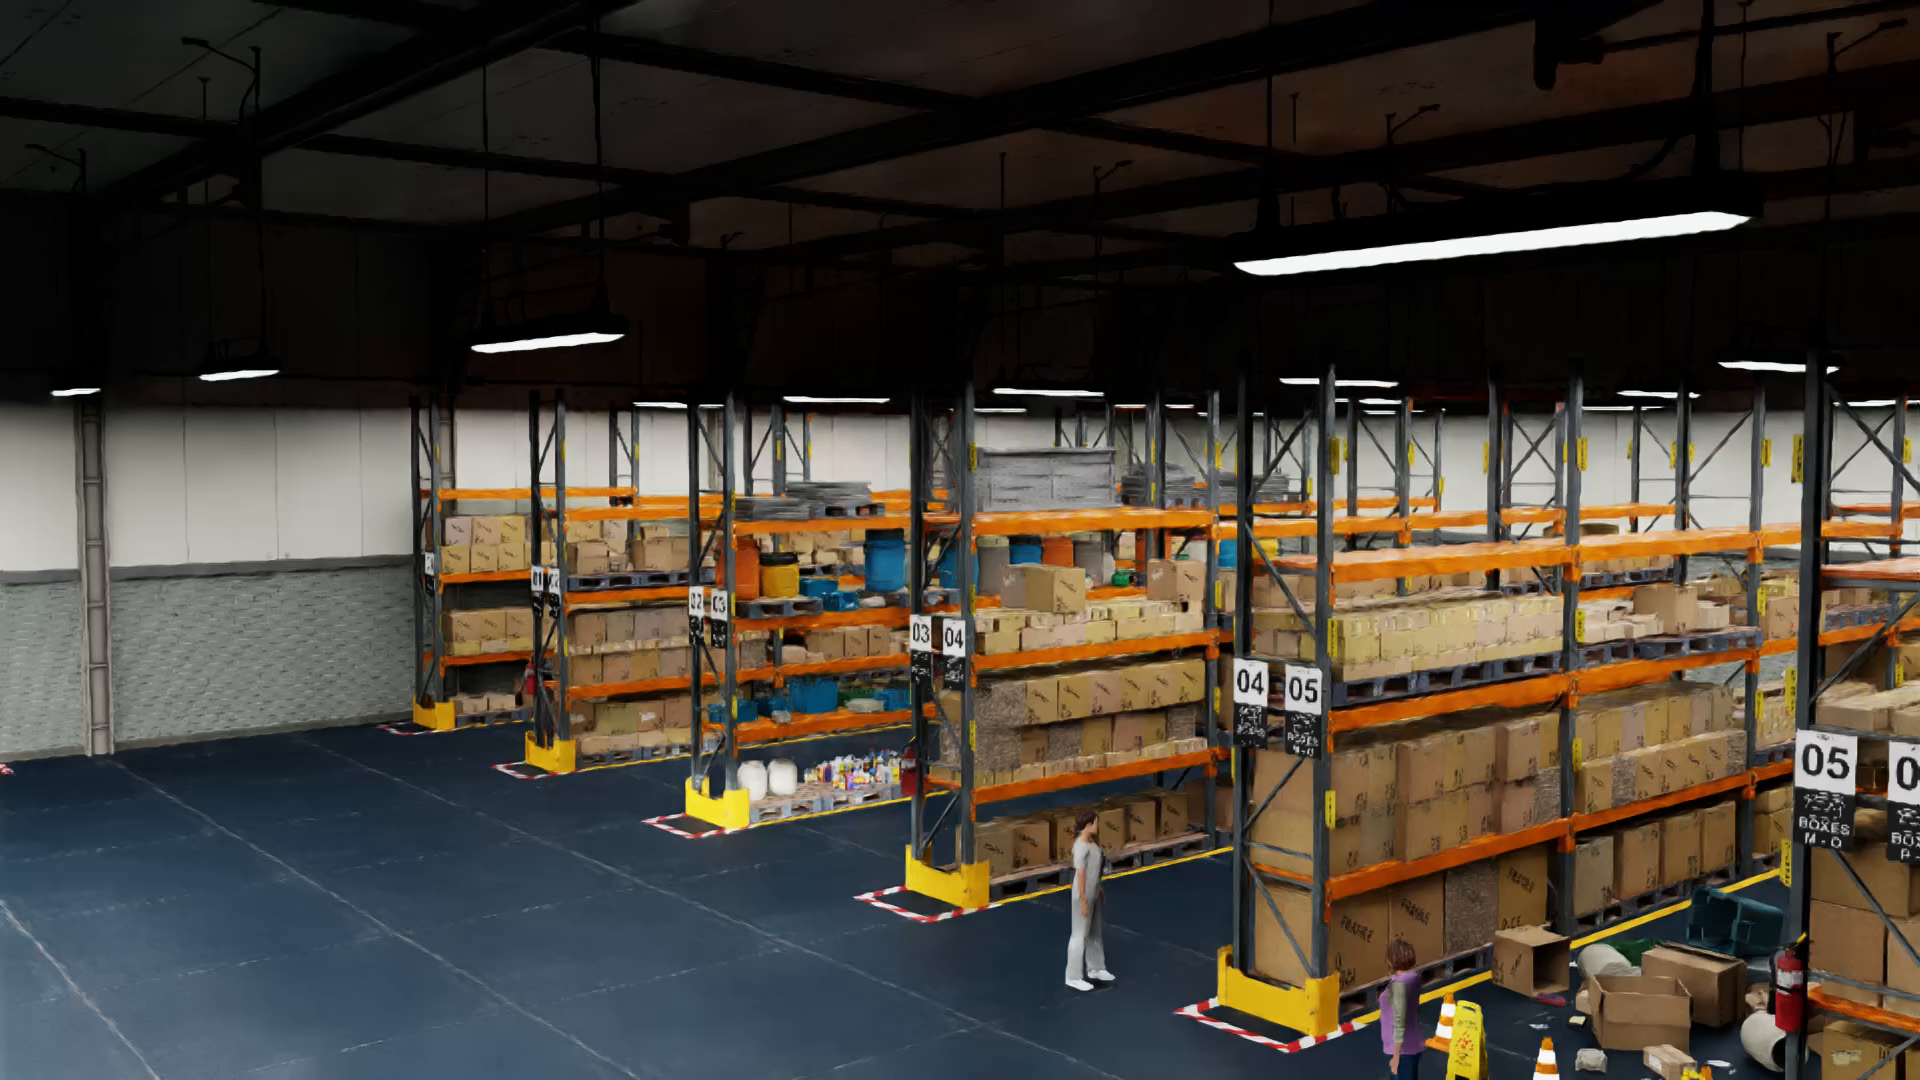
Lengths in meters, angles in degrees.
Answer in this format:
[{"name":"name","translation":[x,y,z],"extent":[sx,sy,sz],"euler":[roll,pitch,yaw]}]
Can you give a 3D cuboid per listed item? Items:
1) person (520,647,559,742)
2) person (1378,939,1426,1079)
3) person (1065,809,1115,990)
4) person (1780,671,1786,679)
[{"name":"person","translation":[-7.214,2.628,28.771],"extent":[0.680,1.657,0.815],"euler":[2,4,31]},{"name":"person","translation":[3.246,3.672,11.934],"extent":[0.479,1.588,0.514],"euler":[2,4,28]},{"name":"person","translation":[1.243,3.383,15.765],"extent":[0.440,1.675,0.496],"euler":[1,4,19]},{"name":"person","translation":[12.533,2.820,25.134],"extent":[0.551,1.742,0.677],"euler":[-3,4,-41]}]
